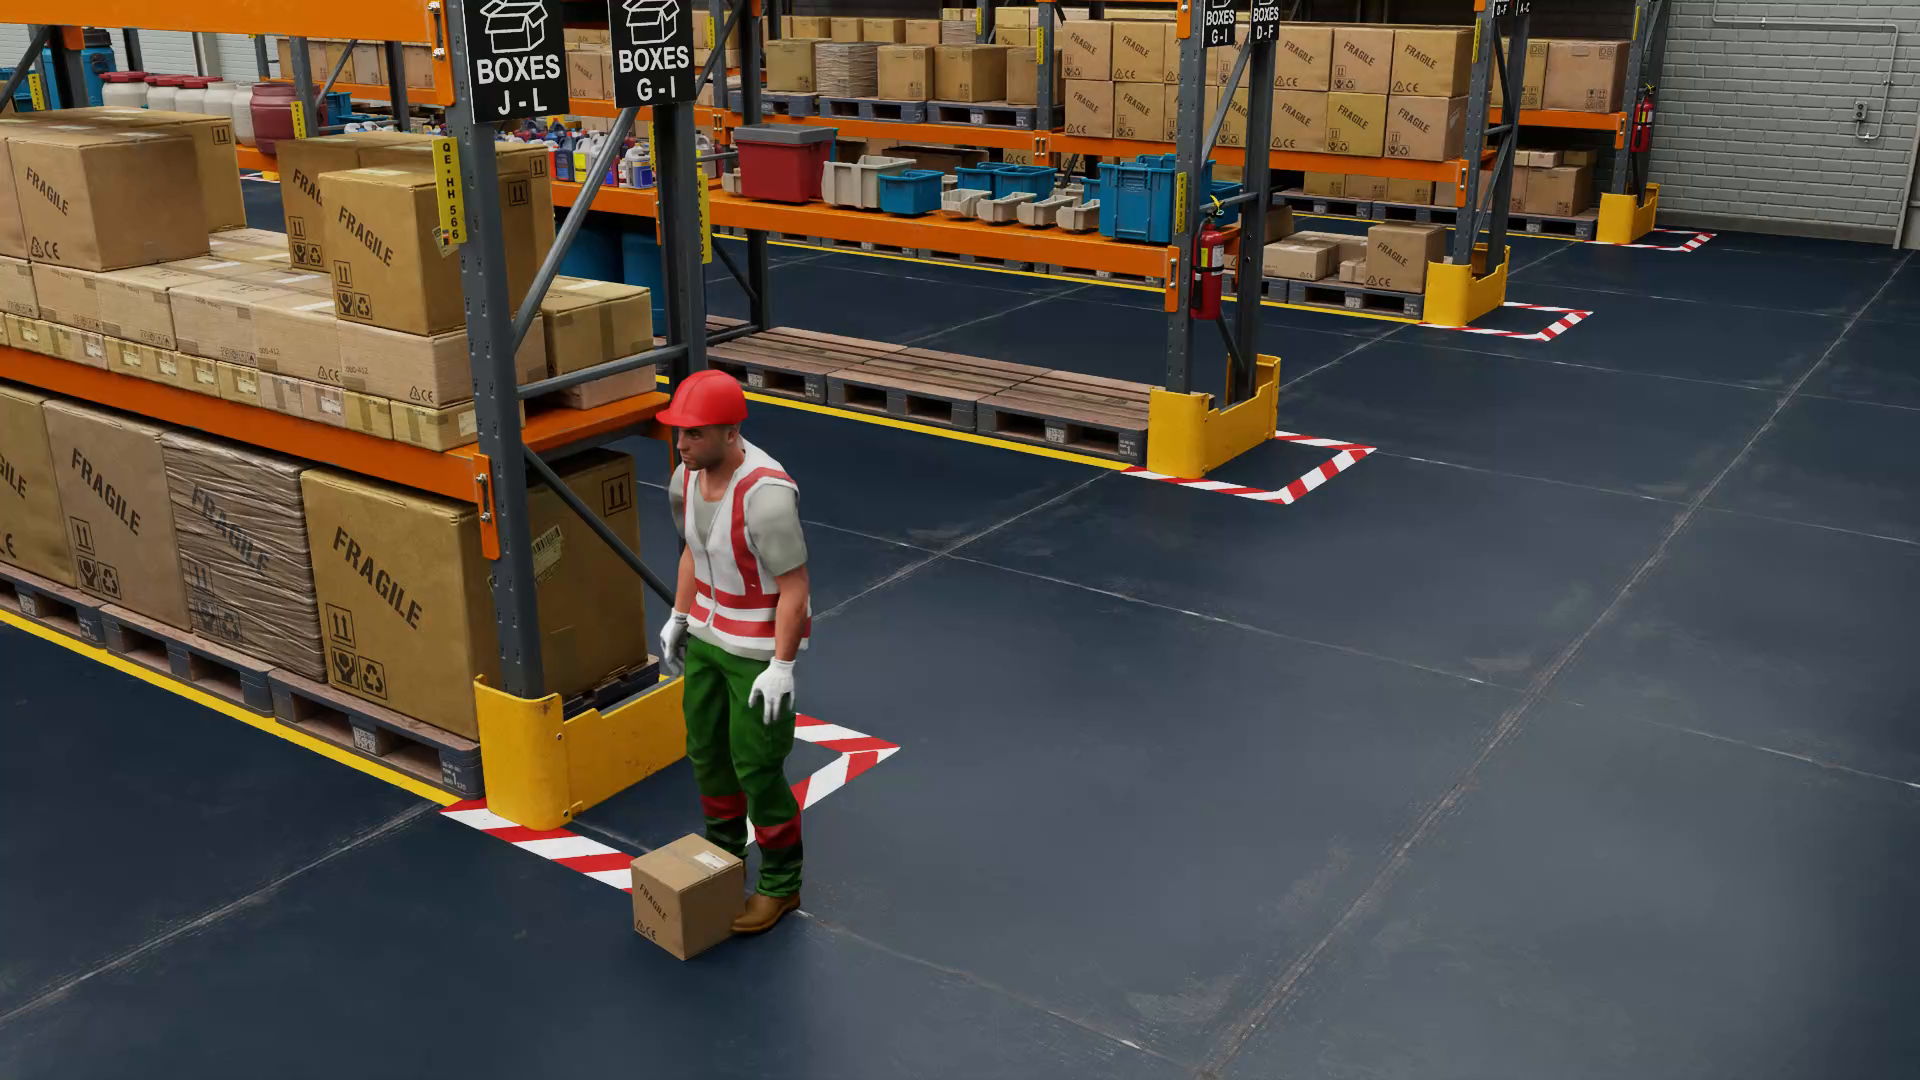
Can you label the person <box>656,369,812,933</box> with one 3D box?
[{"bbox_3d":[-0.697,0.336,5.104,0.448,1.780,0.609,-18,26,-41],"label":"person"}]
